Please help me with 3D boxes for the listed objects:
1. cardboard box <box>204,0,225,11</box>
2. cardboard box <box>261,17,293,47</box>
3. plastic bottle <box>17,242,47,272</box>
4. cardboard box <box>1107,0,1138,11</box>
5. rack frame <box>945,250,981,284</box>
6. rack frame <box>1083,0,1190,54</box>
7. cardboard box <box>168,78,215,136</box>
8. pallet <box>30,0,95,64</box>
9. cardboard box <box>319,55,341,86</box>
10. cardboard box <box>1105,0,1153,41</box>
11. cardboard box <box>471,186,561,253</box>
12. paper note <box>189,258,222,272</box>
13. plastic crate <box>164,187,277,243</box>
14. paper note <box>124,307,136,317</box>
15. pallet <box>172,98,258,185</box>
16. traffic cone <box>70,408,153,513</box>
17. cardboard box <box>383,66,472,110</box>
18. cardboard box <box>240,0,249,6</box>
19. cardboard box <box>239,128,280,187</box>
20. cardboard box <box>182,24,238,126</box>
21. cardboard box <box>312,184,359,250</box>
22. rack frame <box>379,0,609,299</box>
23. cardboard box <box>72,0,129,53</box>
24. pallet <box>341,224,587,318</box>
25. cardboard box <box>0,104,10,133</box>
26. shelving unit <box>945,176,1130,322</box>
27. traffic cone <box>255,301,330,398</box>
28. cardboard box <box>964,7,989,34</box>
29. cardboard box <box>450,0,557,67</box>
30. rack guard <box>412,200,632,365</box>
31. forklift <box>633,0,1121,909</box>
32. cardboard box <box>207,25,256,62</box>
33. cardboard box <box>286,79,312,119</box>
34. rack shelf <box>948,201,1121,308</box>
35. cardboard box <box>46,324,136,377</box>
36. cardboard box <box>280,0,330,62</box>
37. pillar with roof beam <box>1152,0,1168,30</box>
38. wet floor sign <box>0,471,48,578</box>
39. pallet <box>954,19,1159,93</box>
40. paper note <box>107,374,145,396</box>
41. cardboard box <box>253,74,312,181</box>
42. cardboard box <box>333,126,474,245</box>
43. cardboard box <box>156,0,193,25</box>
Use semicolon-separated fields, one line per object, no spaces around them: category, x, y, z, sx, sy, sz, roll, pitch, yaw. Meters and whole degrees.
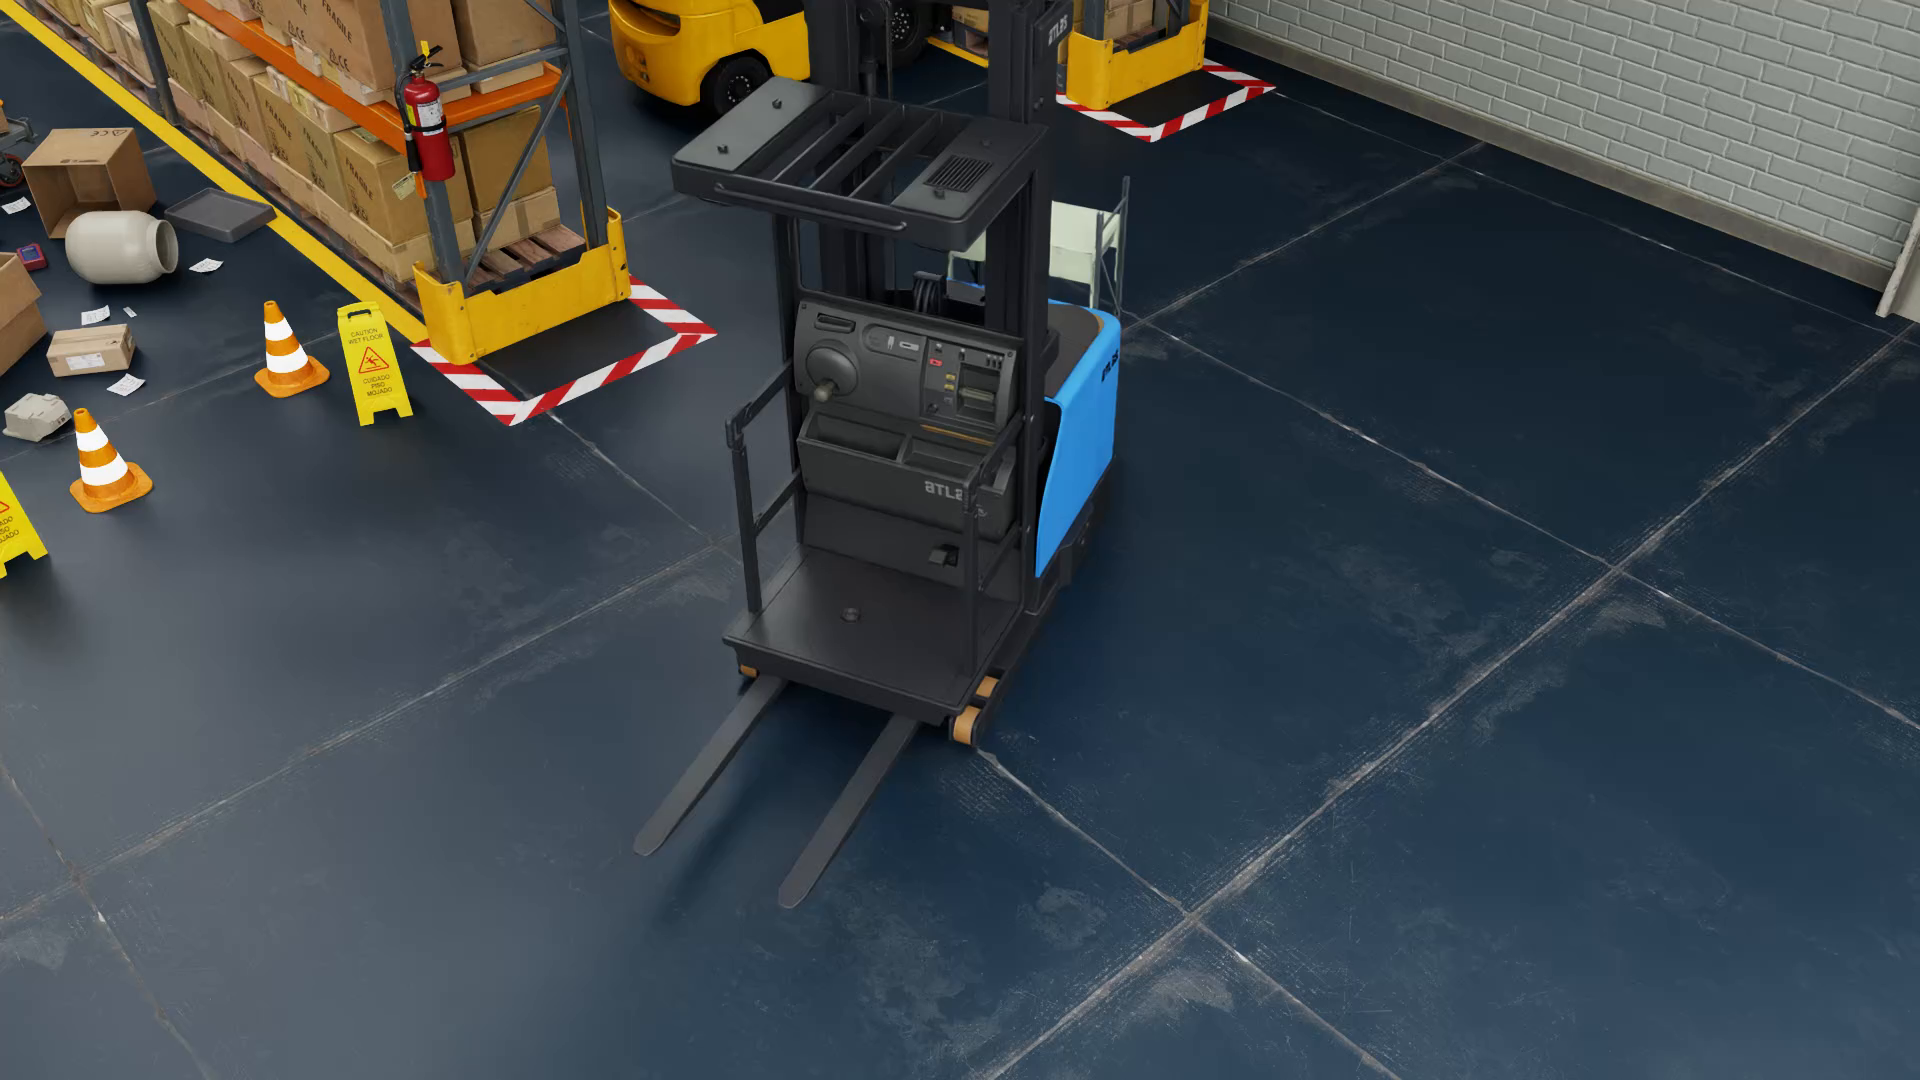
cardboard box;-4.264;-3.279;9.830;0.380;0.149;0.250;-30;48;-32
cardboard box;-3.720;-2.950;9.423;0.380;0.149;0.250;-30;48;-32
plastic bottle;-5.607;-1.717;10.035;0.133;0.061;0.283;-22;44;-25
cardboard box;1.095;-4.108;12.113;0.500;0.250;0.500;-29;47;-31
rack frame;0.019;-1.152;8.191;0.023;1.500;0.400;15;41;18
rack frame;1.260;-4.514;11.160;1.000;3.000;0.127;-30;48;-32
cardboard box;-4.898;-2.960;11.090;0.500;0.250;0.500;32;49;33
pallet;-6.456;-4.094;12.859;1.003;0.211;1.213;-30;48;-32
cardboard box;-3.214;-2.585;8.972;0.380;0.149;0.250;-31;48;-32
cardboard box;1.072;-3.918;12.276;0.500;0.250;0.500;-30;48;-32
cardboard box;-2.735;-1.988;9.886;0.500;0.250;0.500;-30;48;-32
paper note;-4.521;-1.650;9.977;0.148;0.019;0.142;18;42;21
plastic crate;-4.641;-2.043;10.424;0.583;0.080;0.402;18;42;21
paper note;-4.781;-1.313;9.576;0.032;0.001;0.123;-30;48;-32
pallet;-4.618;-2.874;11.348;1.003;0.211;1.213;-30;48;-32
traffic cone;-4.222;-0.438;8.132;0.336;0.463;0.334;-30;48;-32
cardboard box;-2.804;-2.388;8.727;0.380;0.149;0.250;-28;47;-30
cardboard box;-3.963;-3.401;9.465;0.500;0.500;0.500;-29;47;-31
cardboard box;-4.168;-2.474;10.487;0.500;0.250;0.500;-31;48;-32
cardboard box;-4.528;-3.009;10.554;0.500;0.500;0.500;-28;47;-30
cardboard box;-3.483;-2.000;9.901;0.500;0.250;0.500;-30;48;-32
rack frame;-2.393;-2.403;8.546;1.000;3.000;0.127;-30;48;-32
cardboard box;-5.944;-3.968;12.241;0.950;0.372;0.625;-27;46;-29
pallet;-2.968;-1.745;9.950;1.003;0.211;1.213;-30;48;-32
cardboard box;-6.389;-2.806;10.432;0.500;0.500;0.500;-30;48;-32
shelving unit;0.356;-1.063;8.080;0.755;1.500;0.431;15;41;18
traffic cone;-3.634;-1.067;8.911;0.336;0.463;0.334;-30;48;-32
cardboard box;0.381;-3.925;12.285;0.500;0.250;0.500;-30;48;-32
cardboard box;-2.509;-2.895;8.838;0.500;0.500;0.500;-31;48;-32
rack guard;-2.445;-1.466;9.375;1.175;0.500;0.348;-30;48;-32
forklift;-0.307;-0.598;6.366;1.130;2.935;3.031;15;41;18
cardboard box;-4.325;-3.061;10.101;0.380;0.149;0.250;-27;46;-29
cardboard box;-3.593;-2.560;9.481;0.380;0.149;0.250;-29;47;-31
rack shelf;0.356;-1.366;7.835;0.720;0.370;0.431;15;41;18
cardboard box;-4.767;-1.042;9.130;0.380;0.149;0.250;-8;40;-10
cardboard box;-3.299;-2.926;8.877;0.500;0.500;0.500;-30;48;-32
pillar with roof beam;-1.718;-5.724;7.883;9.100;9.000;0.400;-30;48;-32
wet floor sign;-4.493;-0.165;7.649;0.232;0.644;0.267;26;45;28
pallet;0.712;-3.766;12.452;1.003;0.211;1.213;-30;48;-32
paper note;-4.499;-0.840;8.973;0.142;0.019;0.148;18;42;21
cardboard box;-3.819;-2.525;9.954;0.500;0.500;0.500;-31;48;-33
cardboard box;-3.127;-2.049;9.364;0.500;0.500;0.500;-30;47;-31
cardboard box;-4.858;-3.421;10.547;0.380;0.149;0.250;-29;47;-31
